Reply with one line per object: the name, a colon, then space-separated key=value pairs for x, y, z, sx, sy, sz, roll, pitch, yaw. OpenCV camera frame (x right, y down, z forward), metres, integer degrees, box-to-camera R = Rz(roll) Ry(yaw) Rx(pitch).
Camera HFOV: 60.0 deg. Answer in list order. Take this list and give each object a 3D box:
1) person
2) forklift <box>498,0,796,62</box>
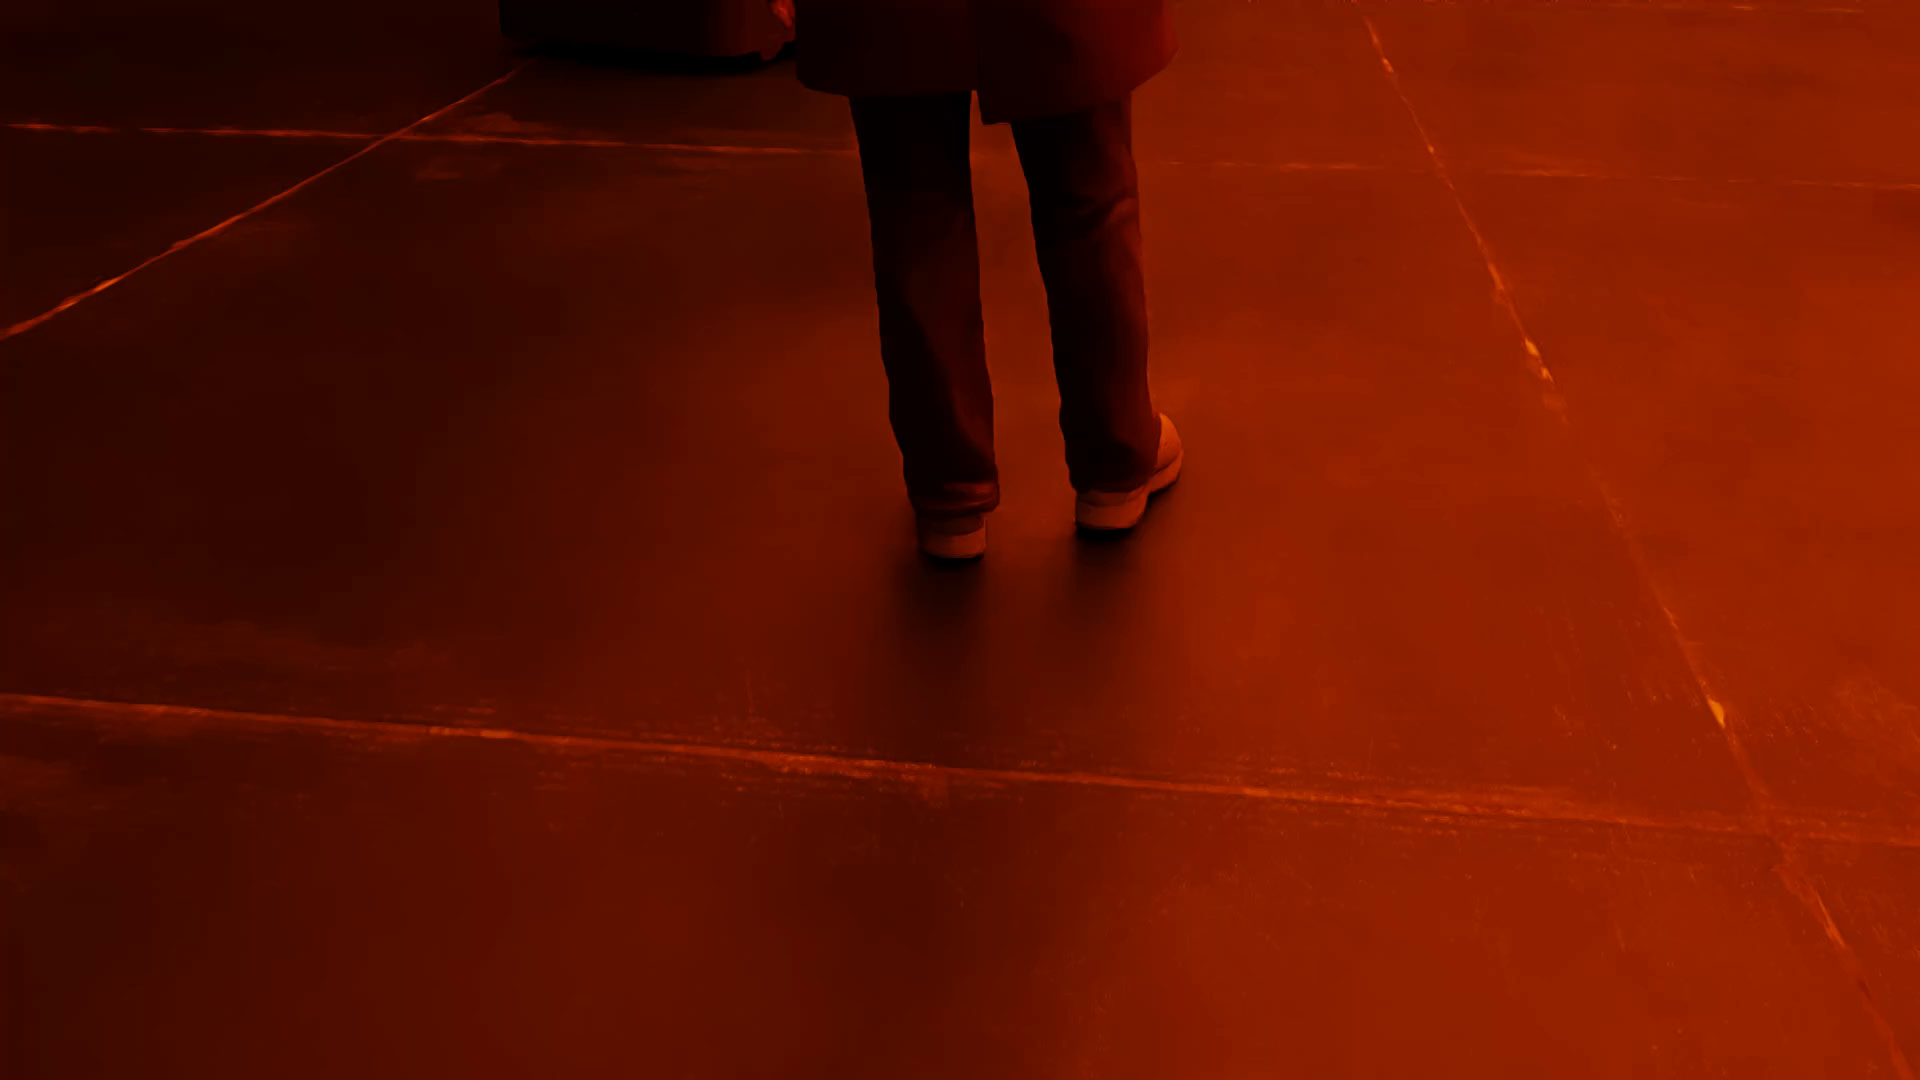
person: x=0.017 y=-0.842 z=2.181 sx=0.694 sy=1.776 sz=0.580 roll=3 pitch=27 yaw=7
forklift: x=-0.532 y=-3.564 z=6.361 sx=1.130 sy=2.935 sz=3.031 roll=13 pitch=29 yaw=24
